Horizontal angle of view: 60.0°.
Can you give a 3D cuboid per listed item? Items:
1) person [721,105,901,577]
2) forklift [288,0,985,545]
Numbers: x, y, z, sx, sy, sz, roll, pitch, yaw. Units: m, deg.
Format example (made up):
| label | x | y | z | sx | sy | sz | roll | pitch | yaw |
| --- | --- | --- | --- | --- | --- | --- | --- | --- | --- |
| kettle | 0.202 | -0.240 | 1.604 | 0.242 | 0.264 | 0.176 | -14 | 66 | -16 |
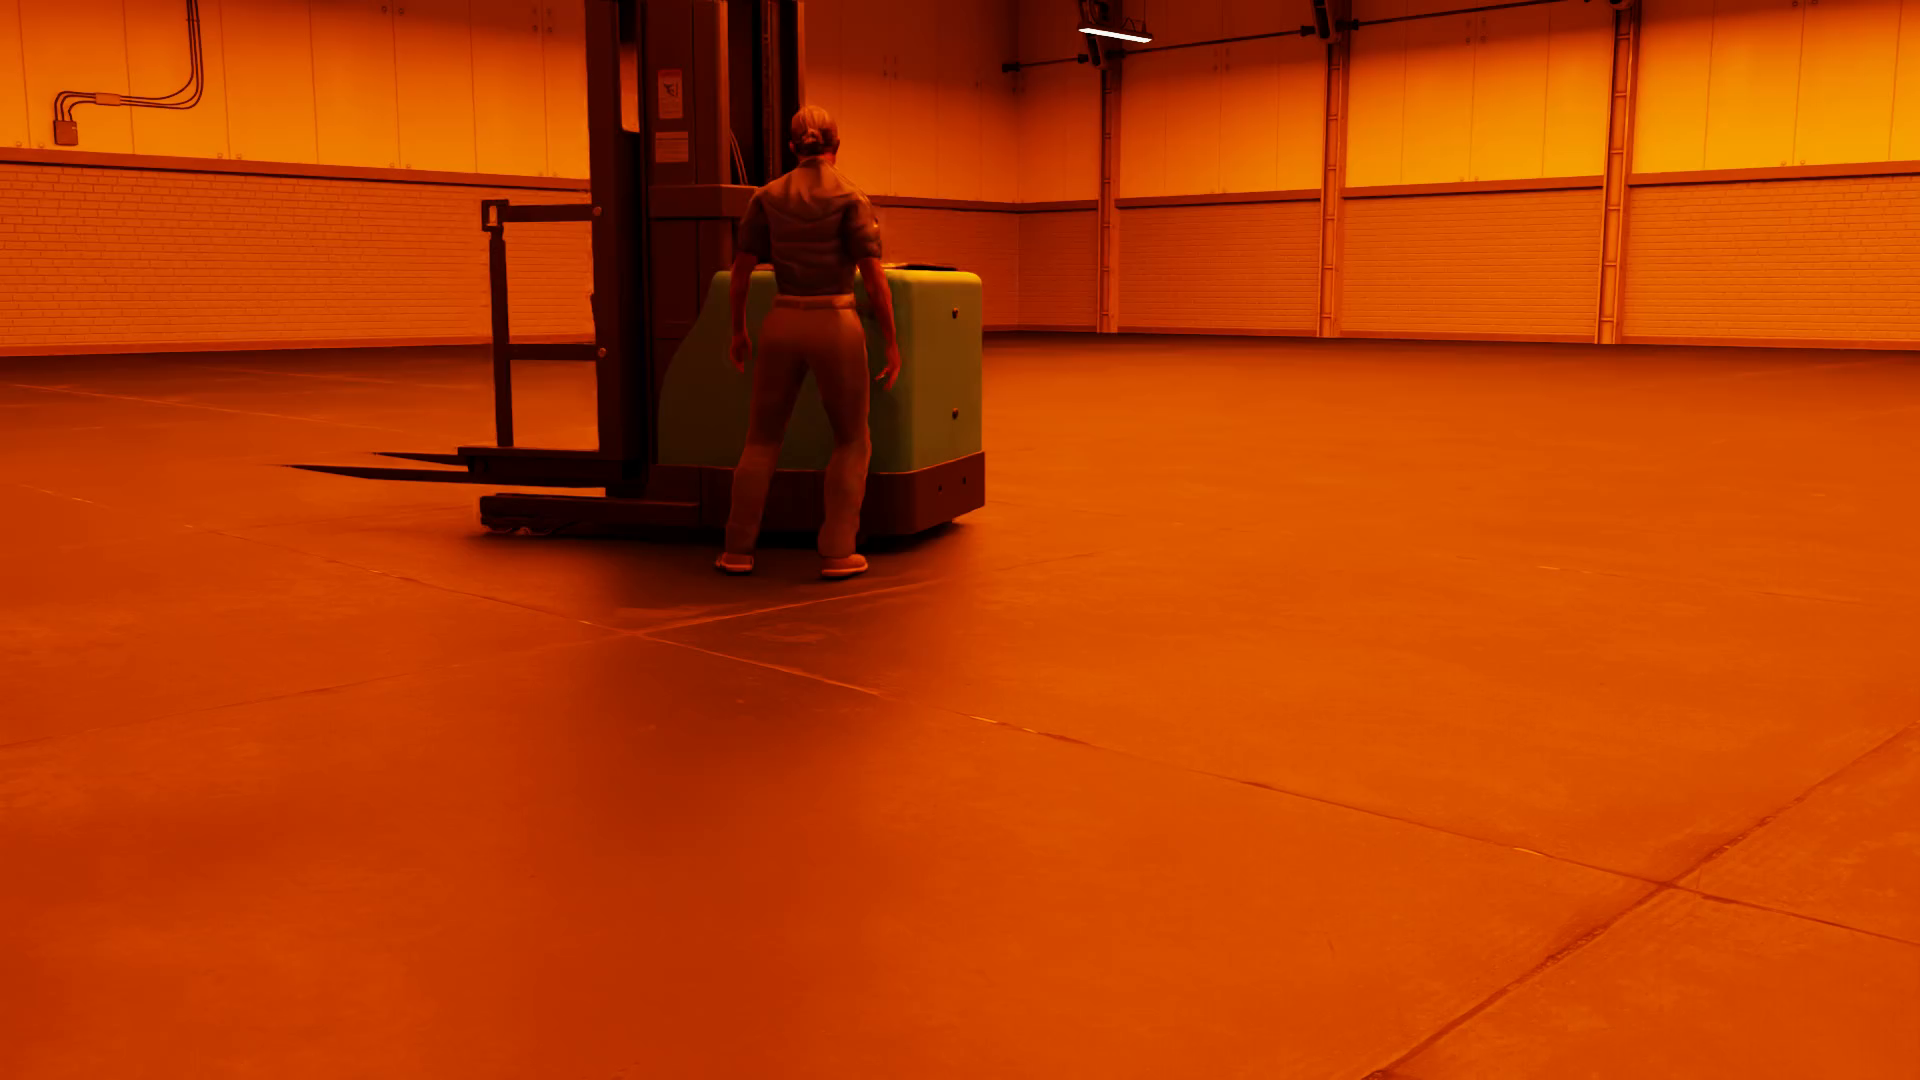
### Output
| label | x | y | z | sx | sy | sz | roll | pitch | yaw |
| --- | --- | --- | --- | --- | --- | --- | --- | --- | --- |
| person | -0.543 | -0.692 | 5.838 | 0.714 | 1.636 | 0.316 | 3 | 9 | 17 |
| forklift | -1.466 | -1.536 | 7.076 | 3.031 | 2.935 | 1.130 | 3 | 9 | 19 |
